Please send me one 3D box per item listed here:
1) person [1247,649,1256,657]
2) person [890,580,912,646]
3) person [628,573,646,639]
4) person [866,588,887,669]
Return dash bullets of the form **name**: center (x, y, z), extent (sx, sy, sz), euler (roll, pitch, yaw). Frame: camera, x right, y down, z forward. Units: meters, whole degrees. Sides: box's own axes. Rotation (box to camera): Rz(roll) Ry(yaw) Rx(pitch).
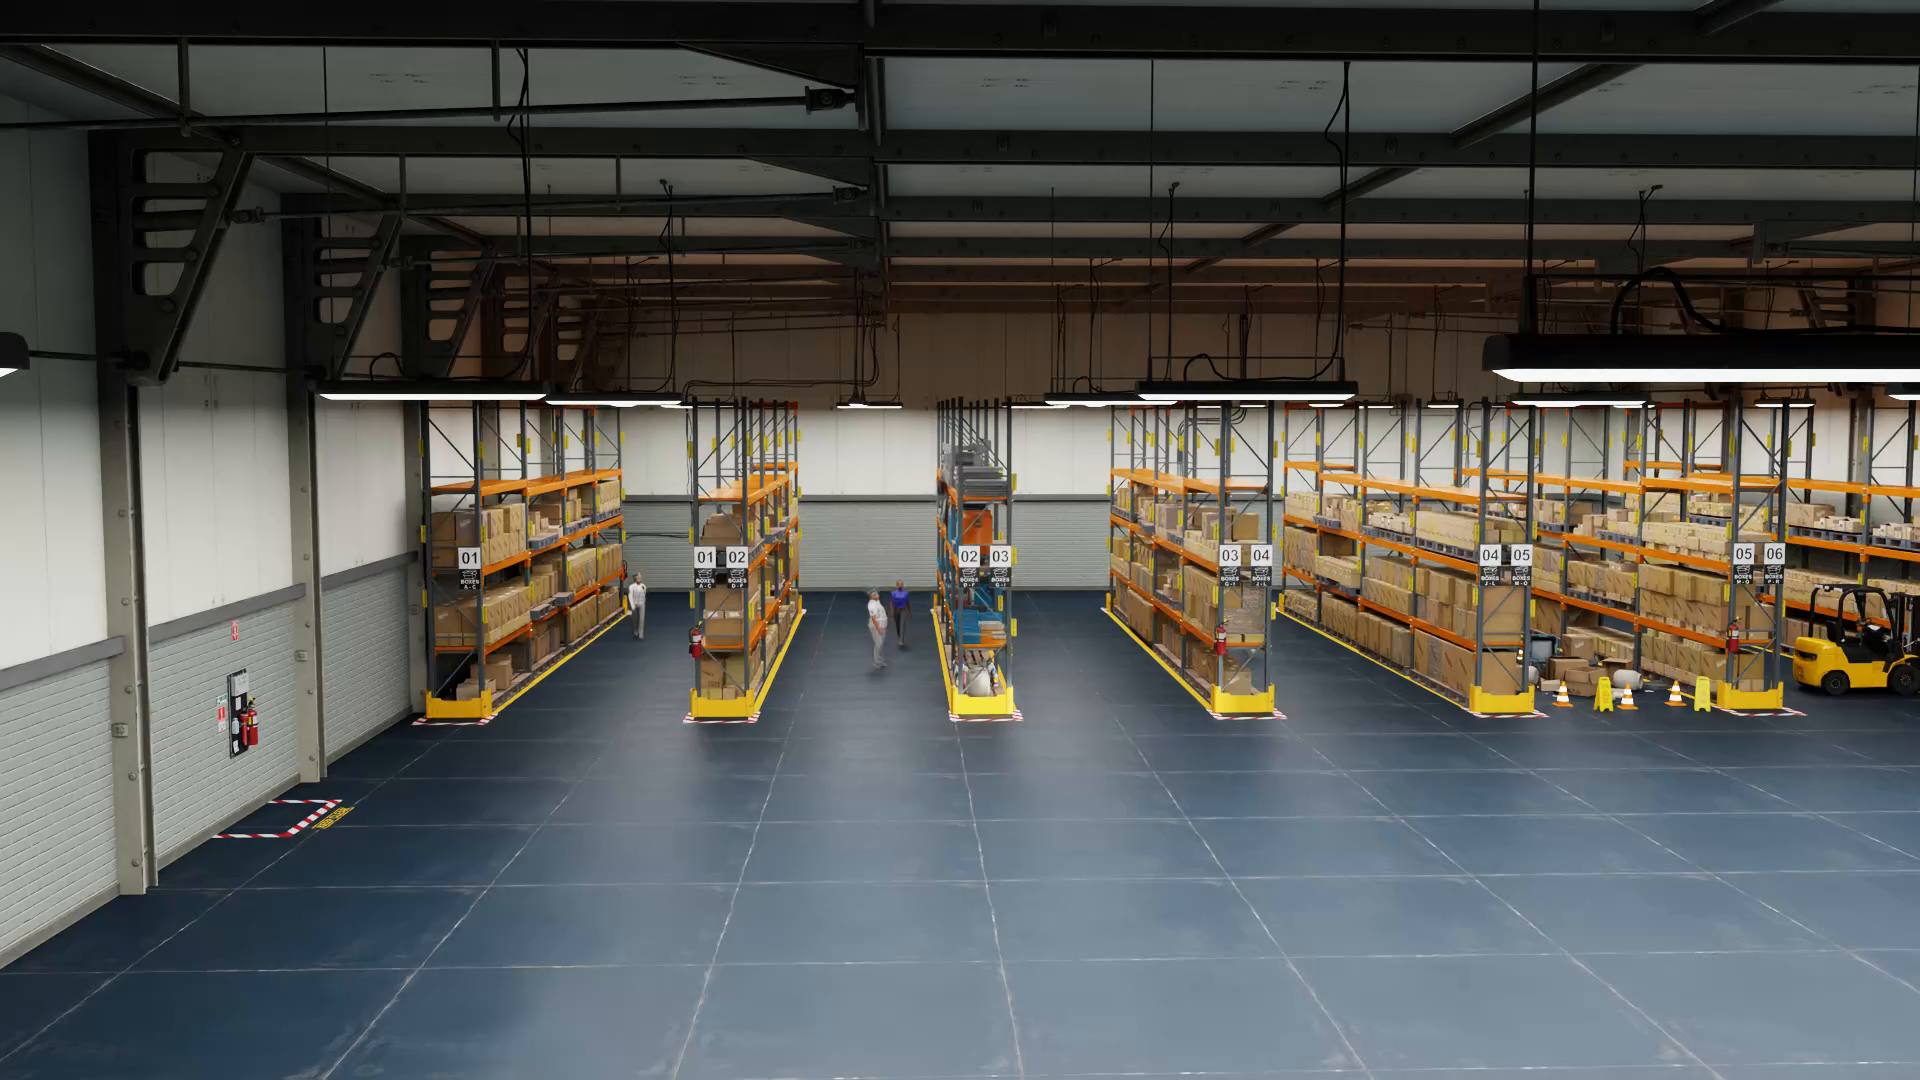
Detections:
- **person**: center (6.873, 1.840, 38.812), extent (0.525, 1.793, 0.660), euler (1, 4, 7)
- **person**: center (-1.449, 1.789, 40.792), extent (0.508, 1.588, 0.954), euler (1, 4, 10)
- **person**: center (-8.155, 1.644, 42.038), extent (0.437, 1.639, 0.959), euler (-1, 4, -8)
- **person**: center (-1.829, 1.995, 37.342), extent (0.529, 1.857, 0.575), euler (2, 5, 25)
